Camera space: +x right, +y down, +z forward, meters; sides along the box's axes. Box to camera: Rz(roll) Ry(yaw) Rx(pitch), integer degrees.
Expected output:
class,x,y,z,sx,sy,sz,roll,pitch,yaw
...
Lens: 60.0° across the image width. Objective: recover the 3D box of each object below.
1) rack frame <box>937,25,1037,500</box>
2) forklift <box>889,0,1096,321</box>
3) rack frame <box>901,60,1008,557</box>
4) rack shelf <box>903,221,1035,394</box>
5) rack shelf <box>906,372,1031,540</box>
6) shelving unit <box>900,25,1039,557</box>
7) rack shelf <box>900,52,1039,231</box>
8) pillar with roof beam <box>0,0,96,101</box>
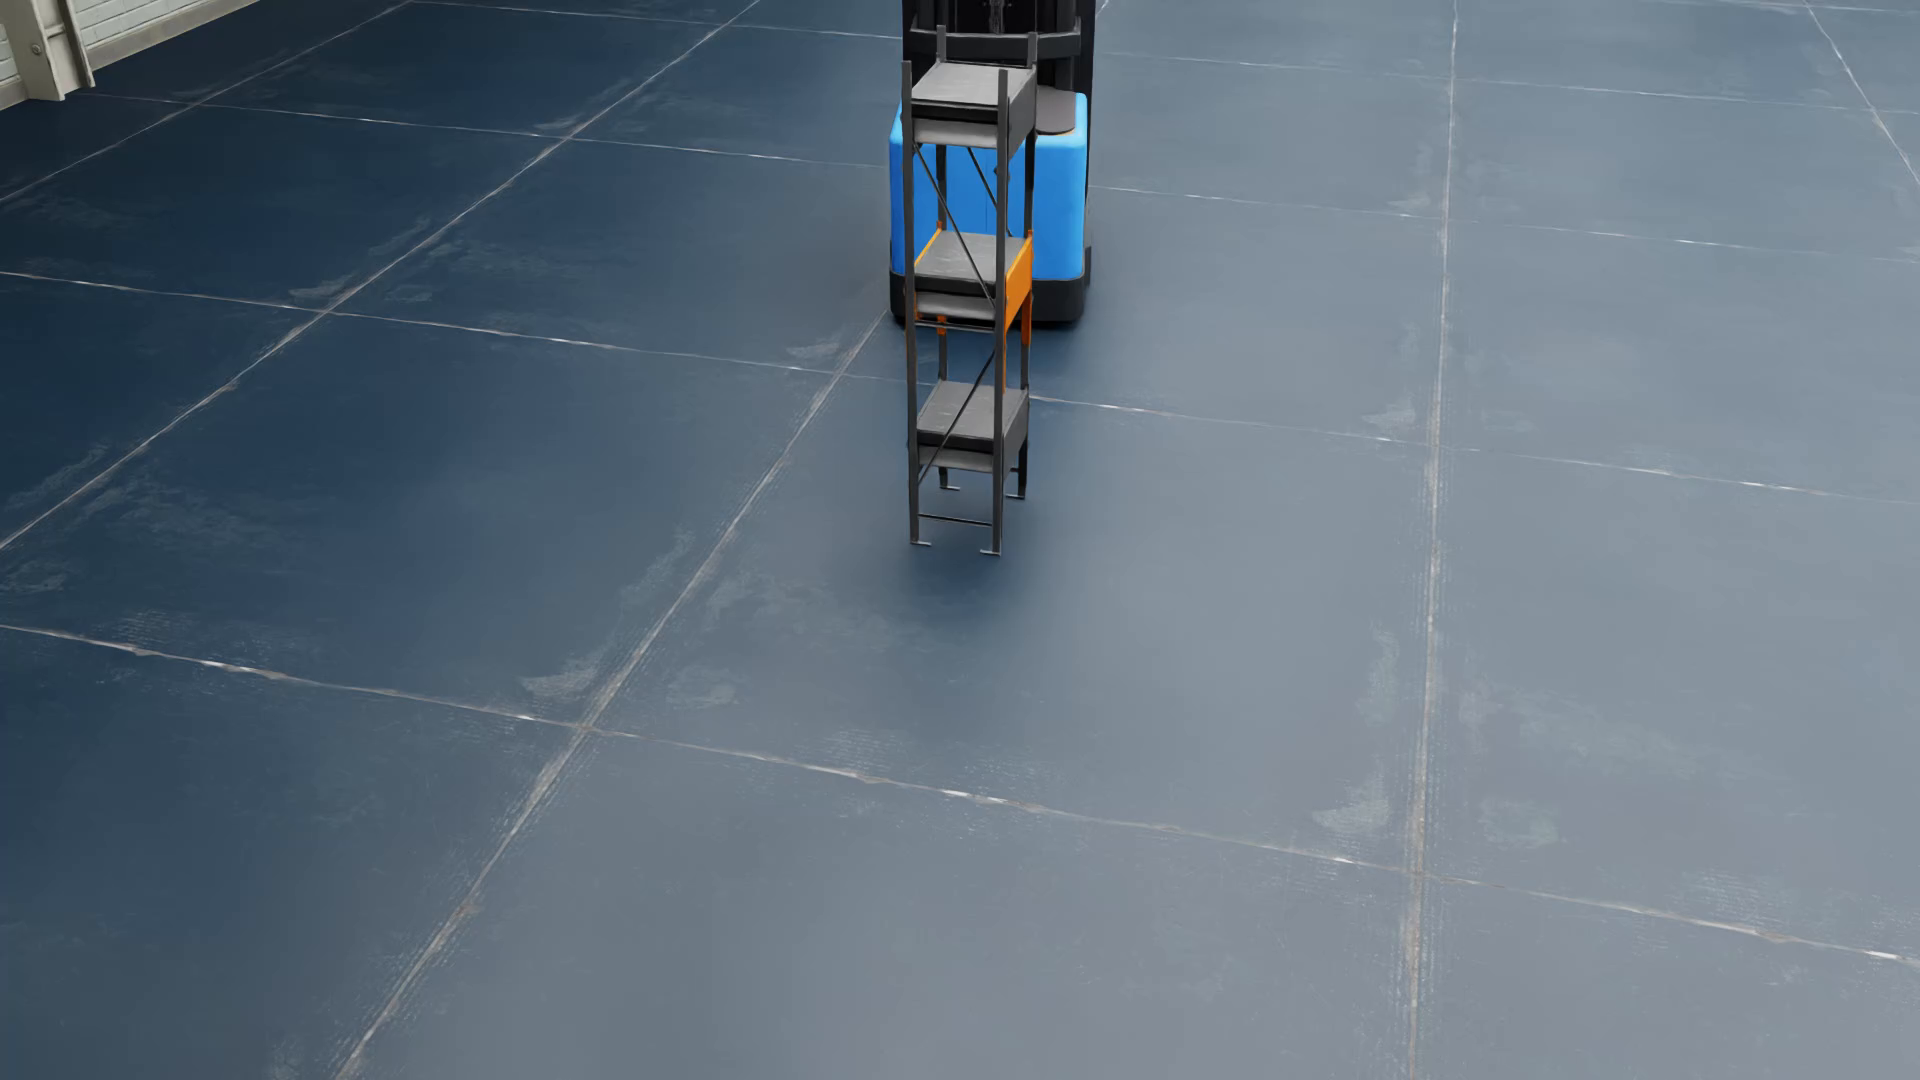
class,x,y,z,sx,sy,sz,roll,pitch,yaw
rack frame,0.104,-1.099,7.021,0.400,2.100,0.015,8,33,12
forklift,0.235,-3.181,9.521,1.130,2.935,3.031,2,32,3
rack frame,-0.020,-0.845,6.623,0.400,2.100,0.015,8,33,12
rack shelf,0.042,-0.960,6.829,0.431,0.518,0.480,8,33,12
rack shelf,0.042,-0.370,7.205,0.431,0.518,0.480,8,33,12
shelving unit,0.042,-0.972,6.822,0.431,2.100,0.503,8,33,12
rack shelf,0.042,-1.551,6.454,0.431,0.518,0.480,8,33,12
pillar with roof beam,-2.640,-6.606,9.254,9.100,9.000,0.400,8,33,12
